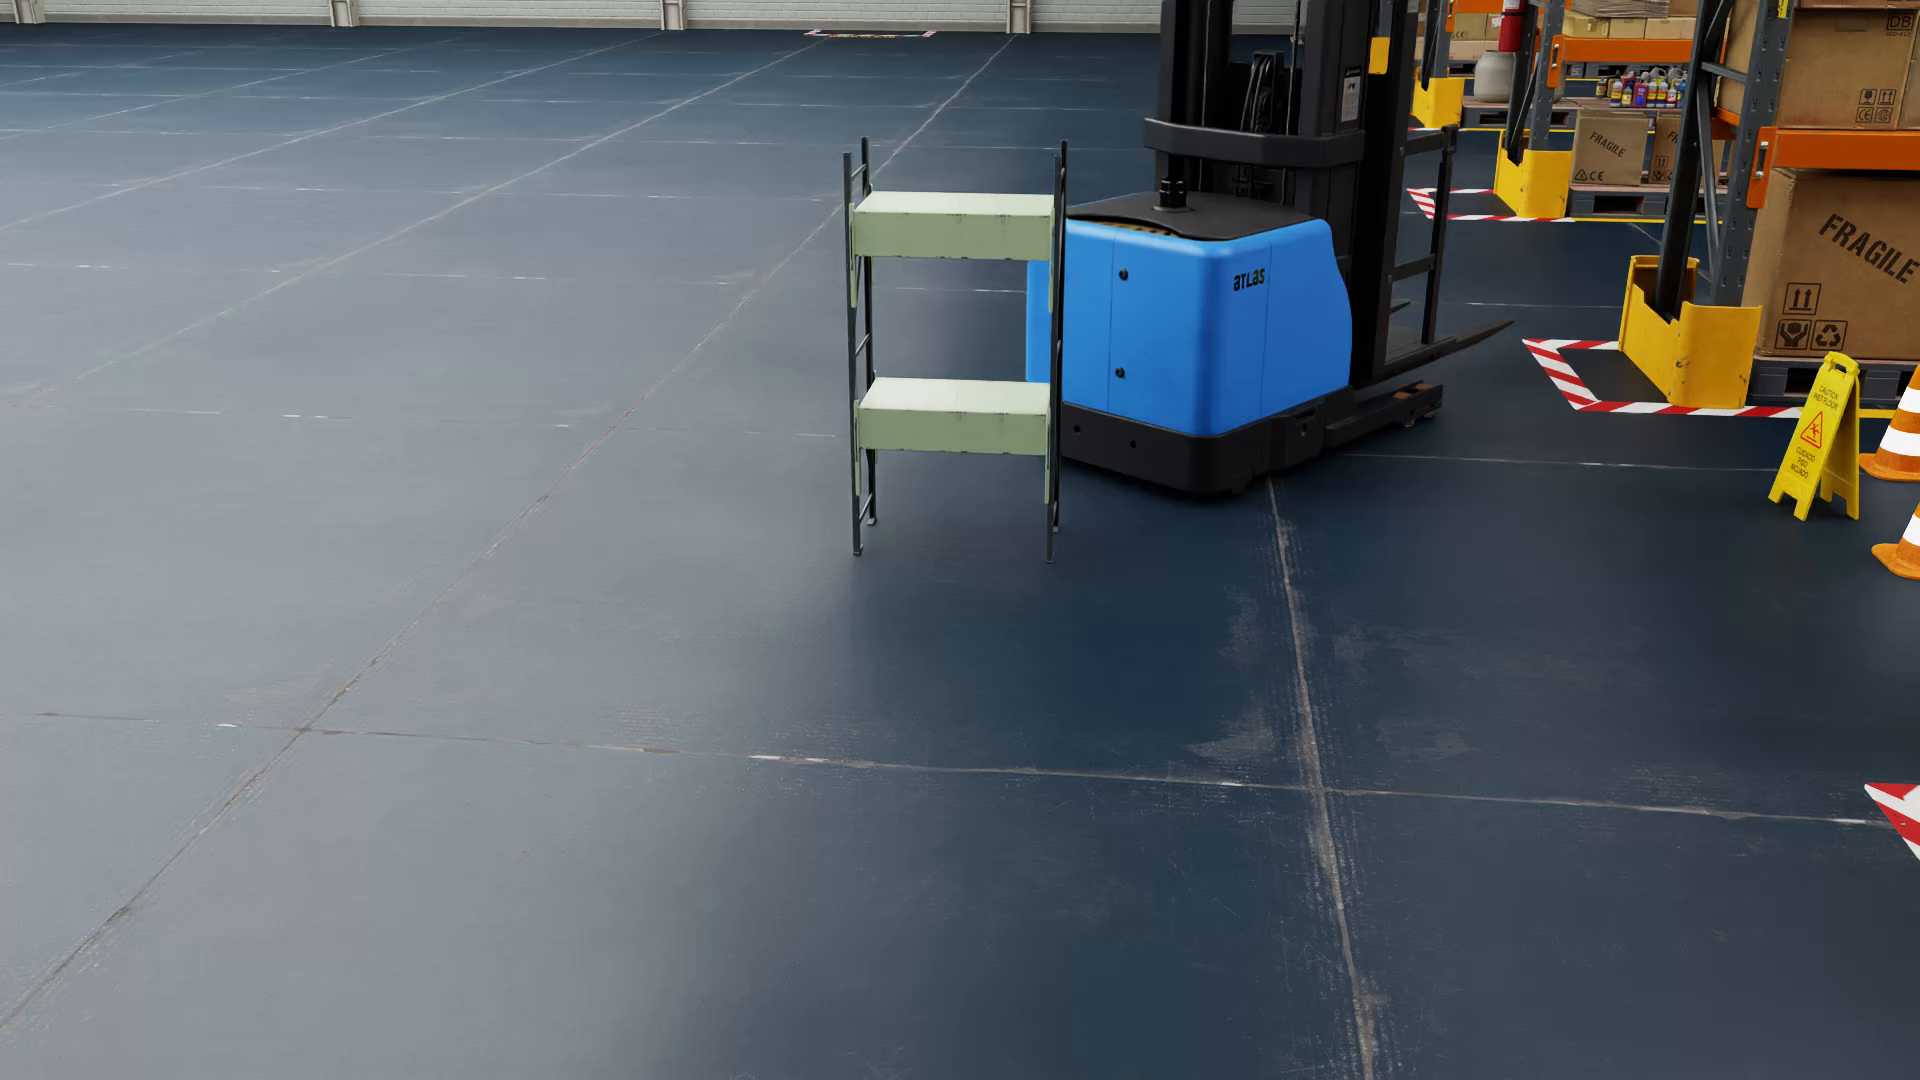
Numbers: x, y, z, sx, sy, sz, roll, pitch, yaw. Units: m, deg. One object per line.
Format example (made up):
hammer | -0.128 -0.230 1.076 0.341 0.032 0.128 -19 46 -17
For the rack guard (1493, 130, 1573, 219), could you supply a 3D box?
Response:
rack guard | 4.487 -2.883 13.053 0.348 0.500 1.175 2 22 6

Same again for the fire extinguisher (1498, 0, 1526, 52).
fire extinguisher | 4.352 -4.186 13.054 0.183 0.674 0.296 2 22 6

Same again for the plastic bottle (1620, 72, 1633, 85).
plastic bottle | 7.117 -4.855 17.747 0.135 0.276 0.152 3 22 7

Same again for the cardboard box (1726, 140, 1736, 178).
cardboard box | 6.247 -3.001 12.781 0.500 0.500 0.500 5 22 11

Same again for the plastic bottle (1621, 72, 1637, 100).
plastic bottle | 7.105 -4.820 17.647 0.133 0.283 0.061 2 22 6

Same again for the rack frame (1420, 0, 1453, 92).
rack frame | 4.994 -5.857 17.176 0.127 3.000 1.000 2 22 6

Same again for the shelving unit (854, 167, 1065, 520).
shelving unit | -0.001 -0.698 6.164 0.731 1.308 0.431 2 22 6

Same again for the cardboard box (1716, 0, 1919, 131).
cardboard box | 4.101 -2.313 8.006 0.550 0.550 0.875 2 22 6

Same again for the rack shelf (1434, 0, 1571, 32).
rack shelf | 6.980 -5.436 17.089 4.000 0.370 1.077 2 22 6

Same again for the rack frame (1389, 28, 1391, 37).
rack frame | 7.038 -8.126 26.708 1.213 0.211 1.003 2 22 6

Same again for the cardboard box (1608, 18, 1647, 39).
cardboard box | 4.912 -3.815 12.352 0.250 0.149 0.380 2 22 6

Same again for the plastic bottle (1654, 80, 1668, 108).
plastic bottle | 7.198 -4.582 17.062 0.097 0.271 0.097 0 22 0

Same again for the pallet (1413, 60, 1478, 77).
pallet | 6.345 -6.351 22.218 1.213 0.211 1.003 2 22 6

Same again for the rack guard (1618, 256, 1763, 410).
rack guard | 3.703 -1.081 8.495 0.348 0.500 1.175 2 22 6

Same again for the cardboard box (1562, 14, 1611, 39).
cardboard box | 4.666 -3.833 12.397 0.250 0.149 0.380 2 22 6

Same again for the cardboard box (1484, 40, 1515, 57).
cardboard box | 7.081 -6.436 21.808 0.500 0.250 0.500 2 22 6

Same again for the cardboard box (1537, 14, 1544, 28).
cardboard box | 7.577 -6.761 21.610 0.500 0.500 0.500 2 22 6

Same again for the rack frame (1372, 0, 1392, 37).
rack frame | 5.581 -7.666 21.750 0.127 3.000 1.000 2 22 6

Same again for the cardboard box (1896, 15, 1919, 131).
cardboard box | 4.650 -2.297 7.966 0.550 0.550 0.875 2 22 6

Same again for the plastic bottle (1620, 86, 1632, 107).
plastic bottle | 6.861 -4.564 17.112 0.097 0.201 0.097 0 22 0

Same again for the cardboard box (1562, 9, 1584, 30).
cardboard box | 4.719 -3.995 12.807 0.250 0.149 0.380 2 22 6

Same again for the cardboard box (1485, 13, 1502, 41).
cardboard box | 7.082 -6.789 21.680 0.500 0.500 0.500 2 22 6

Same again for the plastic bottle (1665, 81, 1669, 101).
plastic bottle | 7.449 -4.763 17.615 0.097 0.201 0.097 0 22 0

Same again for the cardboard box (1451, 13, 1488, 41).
cardboard box | 9.523 -6.671 21.382 6.424 0.500 0.536 2 22 6

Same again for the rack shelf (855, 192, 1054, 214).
rack shelf | -0.007 -1.152 5.985 0.686 0.124 0.368 2 22 6

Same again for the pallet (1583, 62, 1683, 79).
pallet | 8.768 -6.246 21.951 1.213 0.211 1.003 2 22 6

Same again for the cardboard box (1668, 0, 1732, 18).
cardboard box | 5.465 -4.222 12.499 0.500 0.500 0.875 2 22 6

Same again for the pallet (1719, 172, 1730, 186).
pallet | 6.498 -2.647 12.849 1.213 0.211 1.003 2 22 6

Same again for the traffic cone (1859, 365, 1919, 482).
traffic cone | 4.088 -0.521 7.129 0.334 0.463 0.336 2 22 6

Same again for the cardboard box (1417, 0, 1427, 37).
cardboard box | 6.148 -7.017 22.256 0.500 0.500 0.500 2 22 6

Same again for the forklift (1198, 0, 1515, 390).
forklift | 1.652 -2.002 7.517 1.121 2.935 3.031 19 29 40

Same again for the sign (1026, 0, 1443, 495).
sign | 1.250 -1.800 7.148 2.025 2.768 2.177 2 22 6

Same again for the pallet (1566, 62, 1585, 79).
pallet | 7.553 -6.298 22.082 1.213 0.211 1.003 2 22 6

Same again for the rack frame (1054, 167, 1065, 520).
rack frame | 0.357 -0.681 6.124 0.010 1.308 0.380 2 22 6

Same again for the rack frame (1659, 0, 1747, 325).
rack frame | 3.728 -2.244 8.035 0.053 2.616 0.949 2 22 6

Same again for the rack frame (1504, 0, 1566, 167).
rack frame | 4.411 -4.049 12.602 0.127 3.000 1.000 2 22 6

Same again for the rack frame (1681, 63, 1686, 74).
rack frame | 9.553 -7.493 21.312 0.127 3.000 1.000 2 22 6

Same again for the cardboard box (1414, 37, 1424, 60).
cardboard box | 6.087 -6.478 21.914 0.500 0.250 0.500 2 22 6

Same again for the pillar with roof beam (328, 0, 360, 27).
pillar with roof beam | -11.424 -11.757 23.939 0.400 9.000 9.100 2 22 6

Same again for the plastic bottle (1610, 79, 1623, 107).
plastic bottle | 6.758 -4.601 17.110 0.097 0.271 0.097 0 22 0

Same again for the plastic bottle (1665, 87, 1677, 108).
plastic bottle | 7.296 -4.545 17.064 0.097 0.201 0.097 0 22 0

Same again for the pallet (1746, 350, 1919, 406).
pallet | 4.531 -0.940 8.530 1.213 0.211 1.003 2 22 6

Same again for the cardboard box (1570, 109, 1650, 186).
cardboard box | 5.029 -3.049 12.900 0.500 0.500 0.500 7 23 16

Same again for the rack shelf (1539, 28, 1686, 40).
rack shelf | 6.397 -3.752 12.466 3.809 0.052 0.919 2 22 6

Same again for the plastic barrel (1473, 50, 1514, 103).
plastic barrel | 5.657 -4.895 17.555 0.421 0.512 0.421 0 22 0

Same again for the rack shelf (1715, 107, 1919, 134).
rack shelf | 5.713 -1.946 7.897 3.809 0.052 0.919 2 22 6

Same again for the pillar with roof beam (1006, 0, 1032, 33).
pillar with roof beam | 0.492 -11.238 22.625 0.400 9.000 9.100 2 22 6

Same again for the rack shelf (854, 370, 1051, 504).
rack shelf | -0.007 -0.395 6.285 0.720 0.370 0.431 2 22 6

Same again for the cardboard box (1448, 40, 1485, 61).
cardboard box | 6.584 -6.458 21.863 0.500 0.250 0.500 2 22 6

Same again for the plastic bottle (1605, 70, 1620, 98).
plastic bottle | 6.988 -4.881 17.802 0.133 0.283 0.061 3 22 8

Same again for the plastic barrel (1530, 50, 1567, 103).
plastic barrel | 6.155 -4.874 17.500 0.421 0.512 0.421 0 22 0

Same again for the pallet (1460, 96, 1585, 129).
pallet | 5.881 -4.537 17.630 1.213 0.211 1.003 2 22 6

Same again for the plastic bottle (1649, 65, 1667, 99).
plastic bottle | 7.419 -4.878 17.703 0.185 0.351 0.144 3 22 9

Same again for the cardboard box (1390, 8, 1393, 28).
cardboard box | 6.837 -8.366 26.580 0.500 0.311 0.500 0 22 0
